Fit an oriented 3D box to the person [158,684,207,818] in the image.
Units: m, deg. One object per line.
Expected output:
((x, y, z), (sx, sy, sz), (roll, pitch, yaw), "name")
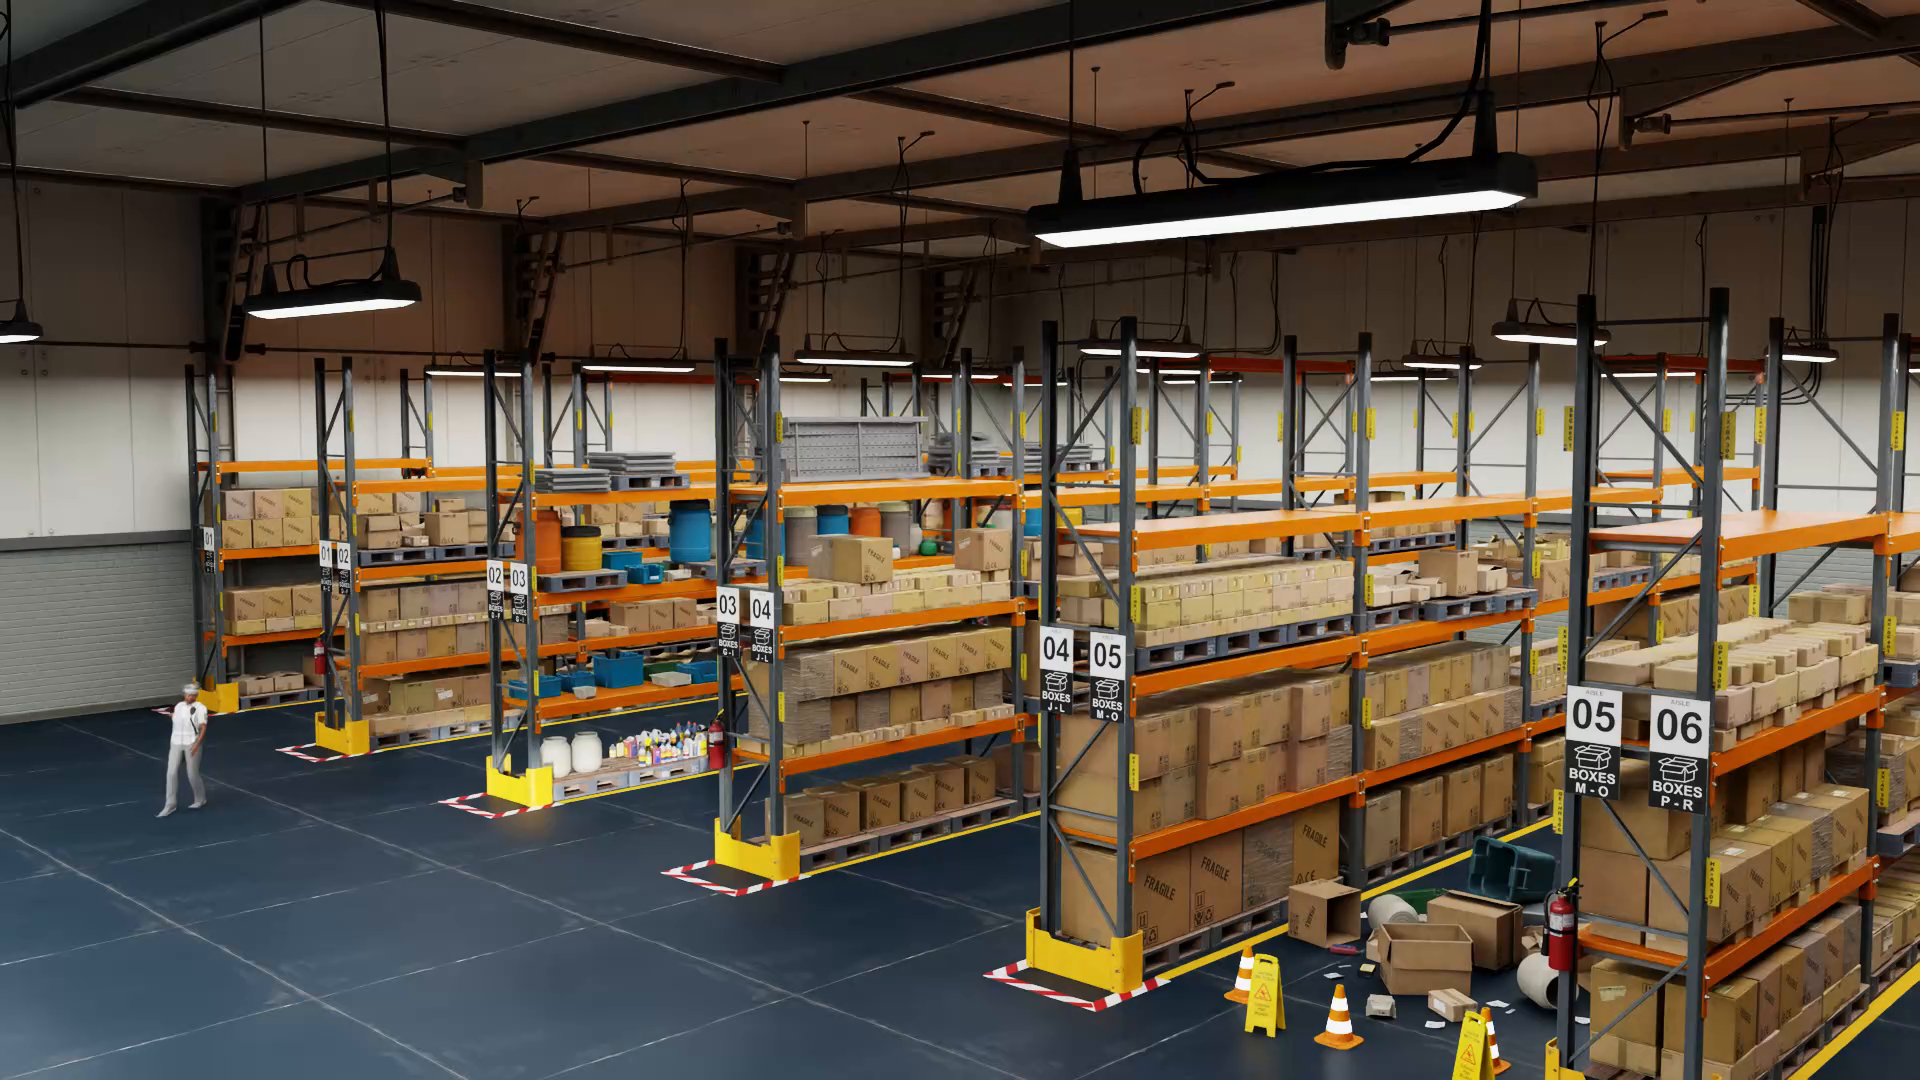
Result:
((-10.044, 2.708, 21.528), (0.472, 1.667, 0.718), (0, 4, 0), "person")
